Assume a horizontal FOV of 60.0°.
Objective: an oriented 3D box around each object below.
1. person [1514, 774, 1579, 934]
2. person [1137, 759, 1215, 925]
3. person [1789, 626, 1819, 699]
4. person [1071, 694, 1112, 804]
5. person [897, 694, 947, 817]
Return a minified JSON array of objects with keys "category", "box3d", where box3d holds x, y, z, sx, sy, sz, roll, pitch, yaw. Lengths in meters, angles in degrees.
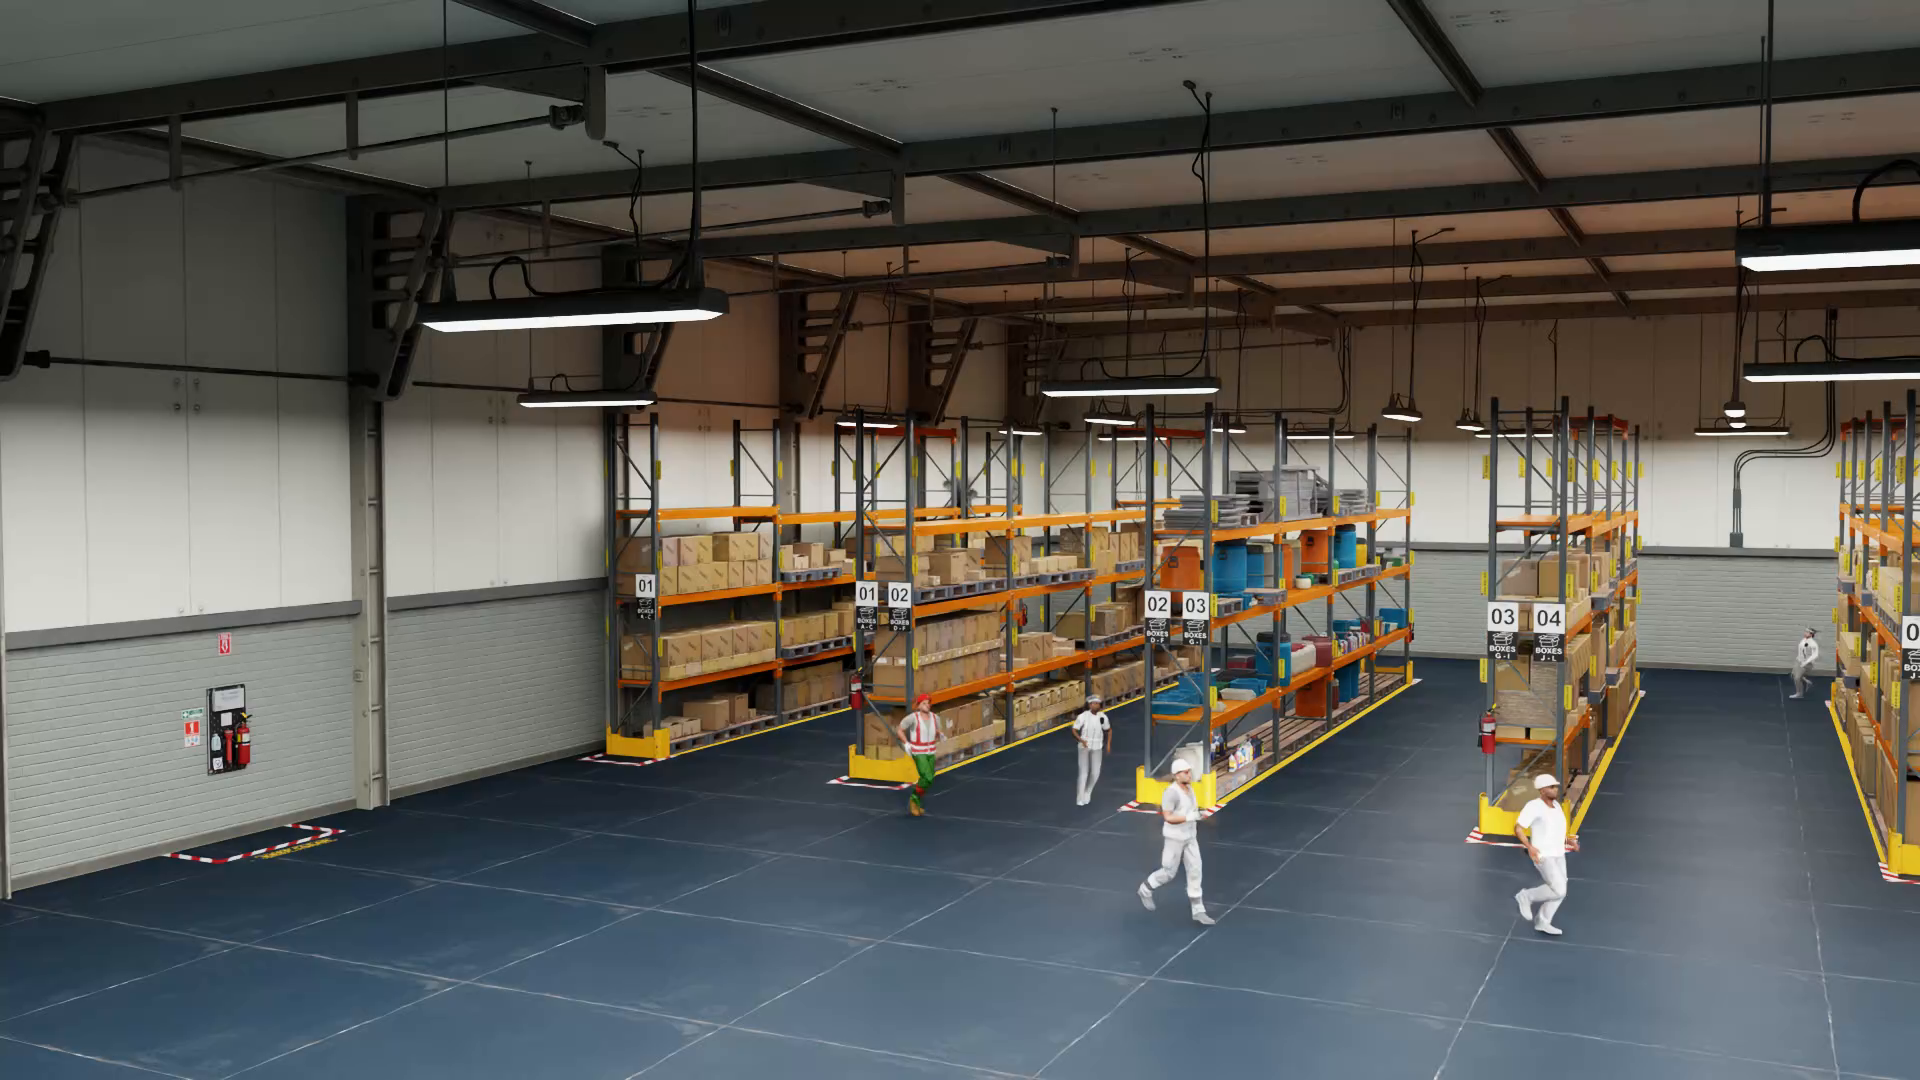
[{"category":"person","box3d":[6.343,3.386,17.968,0.703,1.717,0.584,-2,3,-38]},{"category":"person","box3d":[2.406,3.299,18.377,0.999,1.772,0.664,2,3,43]},{"category":"person","box3d":[18.422,2.668,36.210,0.511,1.618,0.618,0,2,-4]},{"category":"person","box3d":[1.981,3.126,24.818,0.635,1.654,0.560,0,2,-5]},{"category":"person","box3d":[-0.492,3.105,24.009,0.624,1.770,0.667,-2,3,-37]}]
